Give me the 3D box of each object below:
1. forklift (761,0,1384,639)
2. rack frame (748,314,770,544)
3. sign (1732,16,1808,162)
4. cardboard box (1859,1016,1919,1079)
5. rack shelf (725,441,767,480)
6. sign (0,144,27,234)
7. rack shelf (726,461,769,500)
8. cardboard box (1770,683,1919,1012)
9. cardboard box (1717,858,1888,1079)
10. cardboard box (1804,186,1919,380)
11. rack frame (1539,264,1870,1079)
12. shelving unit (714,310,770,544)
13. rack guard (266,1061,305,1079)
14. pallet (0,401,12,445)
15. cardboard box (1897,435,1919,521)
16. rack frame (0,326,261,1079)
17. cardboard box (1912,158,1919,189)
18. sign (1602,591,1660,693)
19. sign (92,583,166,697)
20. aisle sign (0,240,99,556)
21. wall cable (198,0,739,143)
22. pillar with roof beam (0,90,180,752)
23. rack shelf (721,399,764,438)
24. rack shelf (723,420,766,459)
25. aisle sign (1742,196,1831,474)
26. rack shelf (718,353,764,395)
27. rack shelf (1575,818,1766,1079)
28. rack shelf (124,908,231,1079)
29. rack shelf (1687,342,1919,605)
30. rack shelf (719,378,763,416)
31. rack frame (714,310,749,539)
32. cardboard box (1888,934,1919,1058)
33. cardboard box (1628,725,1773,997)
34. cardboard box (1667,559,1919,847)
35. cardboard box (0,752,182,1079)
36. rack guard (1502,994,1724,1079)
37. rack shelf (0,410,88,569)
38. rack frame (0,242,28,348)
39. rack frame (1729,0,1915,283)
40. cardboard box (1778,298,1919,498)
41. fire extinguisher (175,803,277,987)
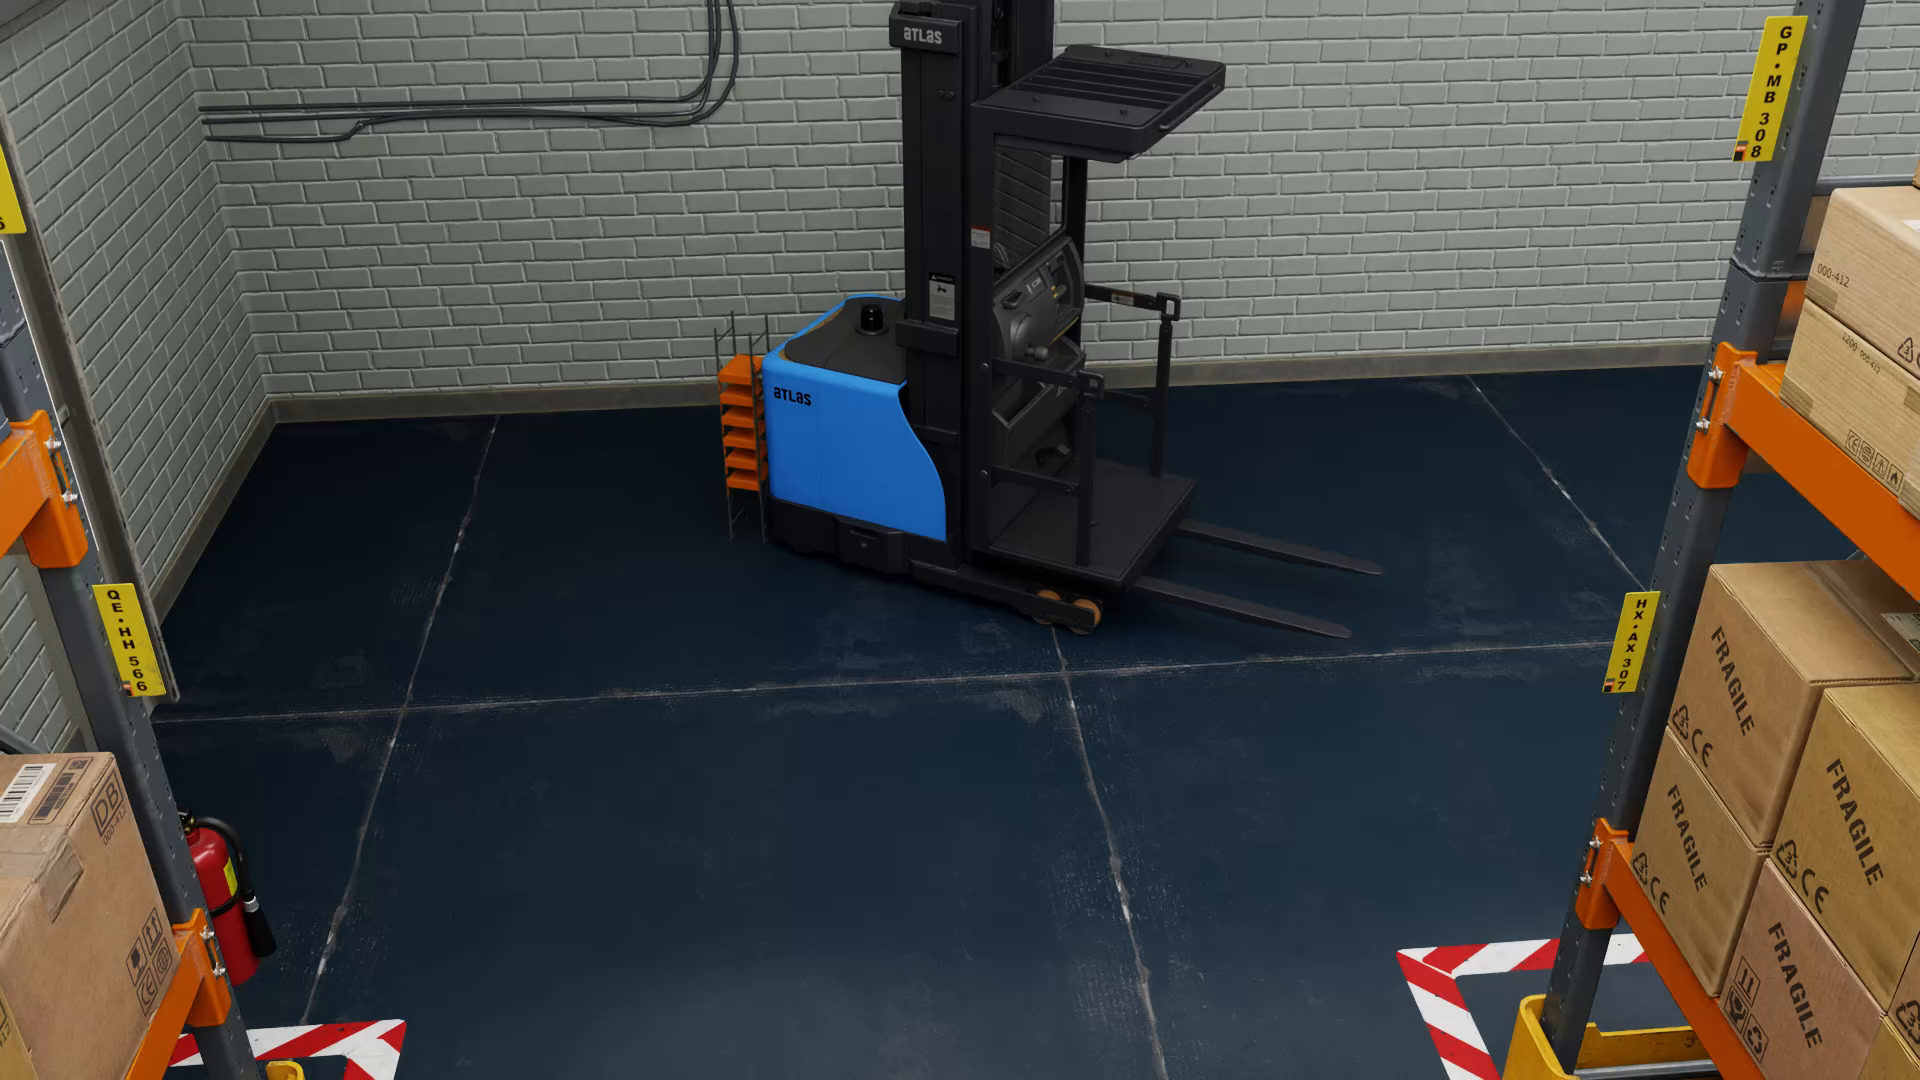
[{"bbox_3d":[0.559,-1.117,7.762,3.031,2.935,1.130,14,34,22],"label":"forklift"},{"bbox_3d":[-0.997,-0.553,8.506,0.006,1.200,0.240,8,32,13],"label":"rack frame"},{"bbox_3d":[1.824,-1.012,3.741,0.100,0.325,0.005,-3,31,-5],"label":"sign"},{"bbox_3d":[2.240,1.341,3.482,0.500,0.500,0.500,-3,31,-5],"label":"cardboard box"},{"bbox_3d":[-1.085,-0.425,8.611,0.180,0.103,0.258,8,32,13],"label":"rack shelf"},{"bbox_3d":[-2.026,-0.788,3.433,0.100,0.325,0.005,-3,31,-5],"label":"sign"},{"bbox_3d":[-1.085,-0.322,8.673,0.180,0.103,0.258,8,32,13],"label":"rack shelf"},{"bbox_3d":[2.199,0.659,3.649,0.500,0.500,0.500,-2,31,-4],"label":"cardboard box"},{"bbox_3d":[2.196,1.085,3.911,0.500,0.500,0.500,-3,31,-5],"label":"cardboard box"},{"bbox_3d":[2.153,-0.538,3.459,0.500,0.250,0.500,-3,31,-5],"label":"cardboard box"},{"bbox_3d":[2.364,0.625,4.778,1.000,3.000,0.127,-3,31,-5],"label":"rack frame"},{"bbox_3d":[-1.085,-0.566,8.527,0.189,1.200,0.258,8,32,13],"label":"shelving unit"},{"bbox_3d":[-2.570,1.925,5.039,1.175,0.500,0.348,-3,31,-5],"label":"rack guard"},{"bbox_3d":[-2.488,-0.007,2.998,1.003,0.211,1.213,-3,31,-5],"label":"pallet"},{"bbox_3d":[2.193,-0.068,3.159,0.500,0.250,0.500,-3,31,-5],"label":"cardboard box"},{"bbox_3d":[-2.568,0.864,4.378,1.000,3.000,0.127,-3,31,-5],"label":"rack frame"},{"bbox_3d":[2.428,-0.873,3.289,0.700,0.500,0.500,-3,31,-5],"label":"cardboard box"},{"bbox_3d":[1.824,0.280,4.512,0.100,0.325,0.005,-3,31,-5],"label":"sign"},{"bbox_3d":[-2.026,0.247,4.052,0.100,0.325,0.005,-3,31,-5],"label":"sign"},{"bbox_3d":[-2.276,-0.303,3.797,0.394,0.787,0.004,-3,31,-5],"label":"aisle sign"},{"bbox_3d":[-2.740,-3.283,8.499,3.097,2.526,0.112,-3,31,-5],"label":"wall cable"},{"bbox_3d":[0.605,-3.254,5.423,9.100,9.000,0.400,-3,31,-5],"label":"pillar with roof beam"},{"bbox_3d":[-1.085,-0.631,8.488,0.180,0.103,0.258,8,32,13],"label":"rack shelf"},{"bbox_3d":[-1.085,-0.528,8.550,0.180,0.103,0.258,8,32,13],"label":"rack shelf"},{"bbox_3d":[2.065,-0.512,4.146,0.394,0.787,0.004,-3,31,-5],"label":"aisle sign"},{"bbox_3d":[-1.084,-0.837,8.365,0.180,0.103,0.258,8,32,13],"label":"rack shelf"},{"bbox_3d":[2.551,1.955,3.253,1.077,0.370,4.000,-3,31,-5],"label":"rack shelf"},{"bbox_3d":[-2.381,2.194,2.853,1.077,0.370,4.000,-3,31,-5],"label":"rack shelf"},{"bbox_3d":[2.551,0.667,2.484,1.077,0.370,4.000,-3,31,-5],"label":"rack shelf"},{"bbox_3d":[-1.085,-0.734,8.427,0.180,0.103,0.258,8,32,13],"label":"rack shelf"},{"bbox_3d":[-1.173,-0.578,8.548,0.006,1.200,0.240,8,32,13],"label":"rack frame"},{"bbox_3d":[2.241,0.914,3.221,0.500,0.500,0.500,-2,31,-4],"label":"cardboard box"},{"bbox_3d":[2.143,0.821,4.352,0.500,0.500,0.500,-2,31,-4],"label":"cardboard box"},{"bbox_3d":[2.143,0.392,4.096,0.500,0.500,0.500,-2,31,-3],"label":"cardboard box"},{"bbox_3d":[-2.510,0.996,3.866,0.980,0.700,0.700,-1,31,-2],"label":"cardboard box"},{"bbox_3d":[2.371,1.737,5.354,1.175,0.500,0.348,-3,31,-5],"label":"rack guard"},{"bbox_3d":[-2.381,0.907,2.083,1.077,0.370,4.000,-3,31,-5],"label":"rack shelf"},{"bbox_3d":[-2.568,-1.711,2.839,1.000,3.000,0.127,-3,31,-5],"label":"rack frame"},{"bbox_3d":[2.364,-1.950,3.240,1.000,3.000,0.127,-3,31,-5],"label":"rack frame"},{"bbox_3d":[2.159,-0.324,3.588,0.500,0.250,0.500,-3,31,-5],"label":"cardboard box"},{"bbox_3d":[-2.122,0.959,4.659,0.296,0.674,0.183,-3,31,-5],"label":"fire extinguisher"}]
